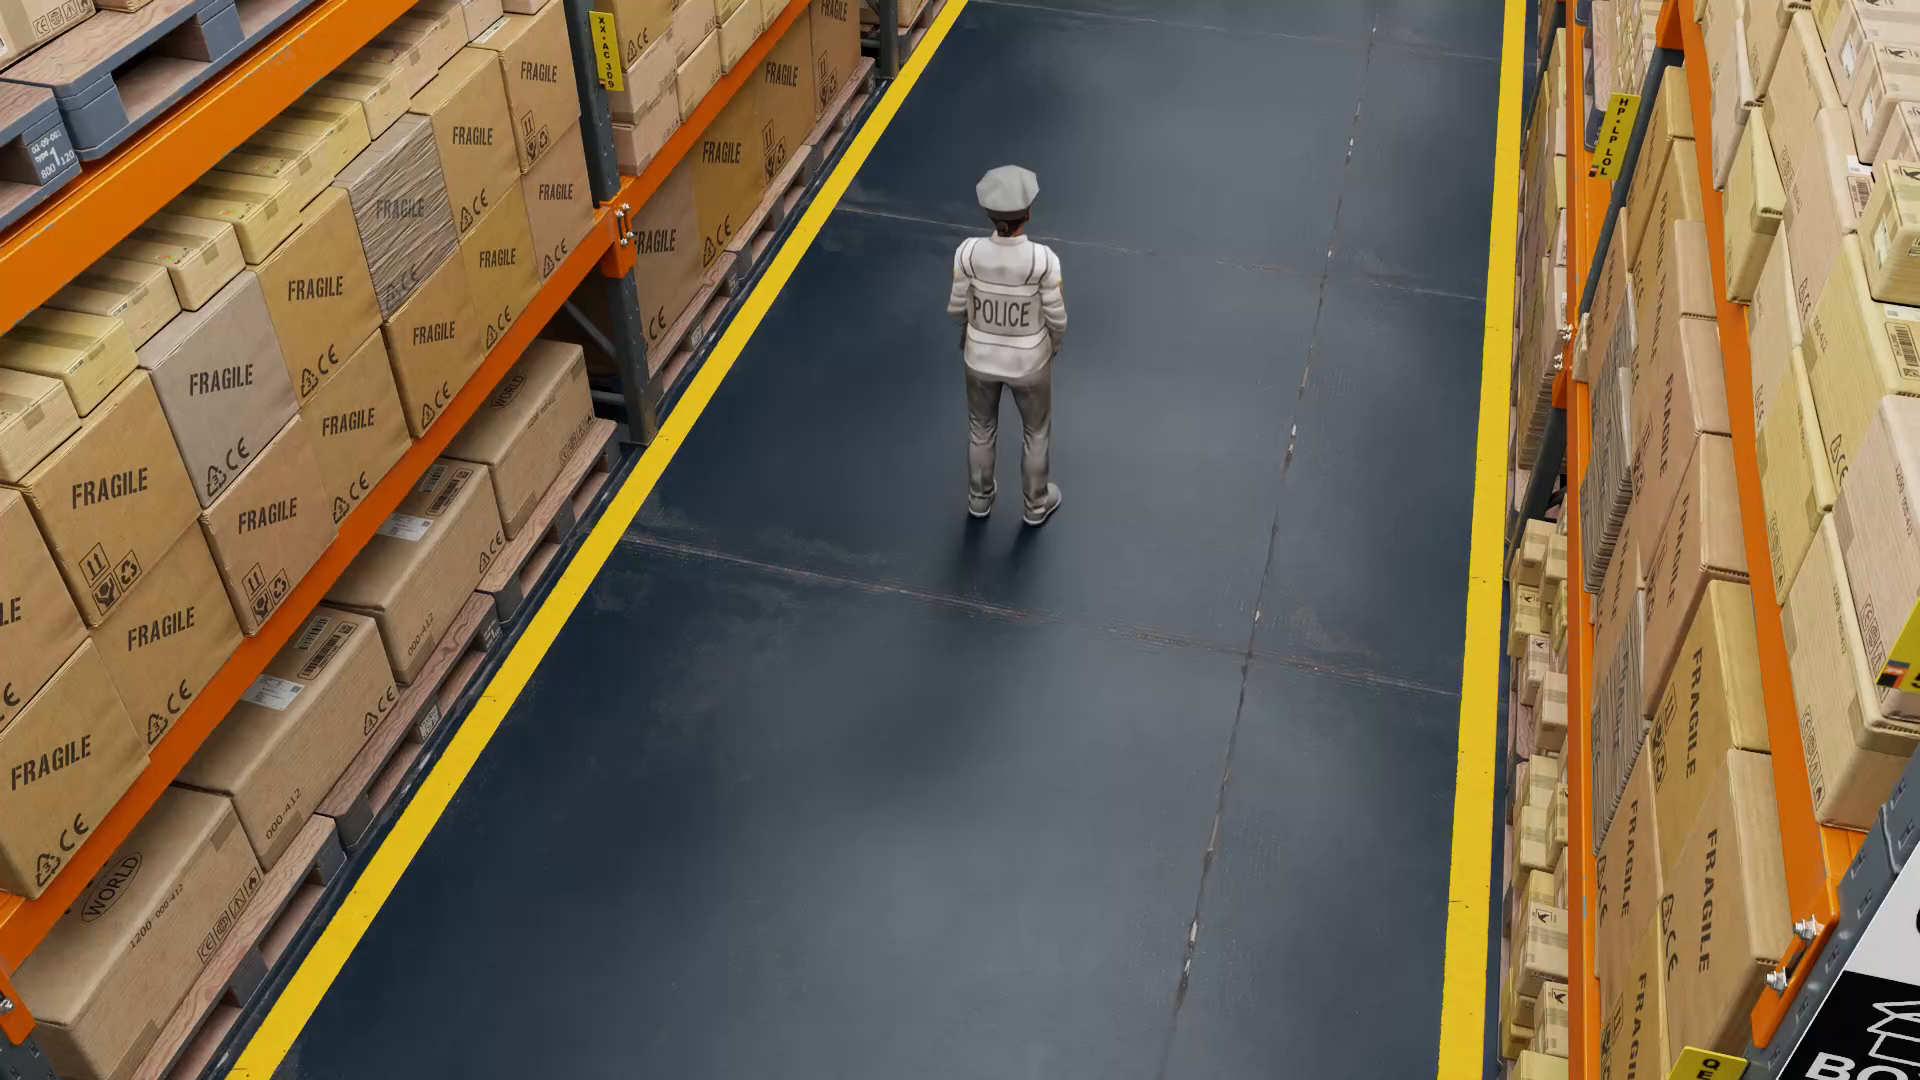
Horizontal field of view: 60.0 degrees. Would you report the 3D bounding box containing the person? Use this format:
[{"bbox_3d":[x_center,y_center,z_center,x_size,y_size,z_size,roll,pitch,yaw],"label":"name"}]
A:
[{"bbox_3d":[0.204,-0.784,7.037,0.502,1.680,0.385,9,42,10],"label":"person"}]
